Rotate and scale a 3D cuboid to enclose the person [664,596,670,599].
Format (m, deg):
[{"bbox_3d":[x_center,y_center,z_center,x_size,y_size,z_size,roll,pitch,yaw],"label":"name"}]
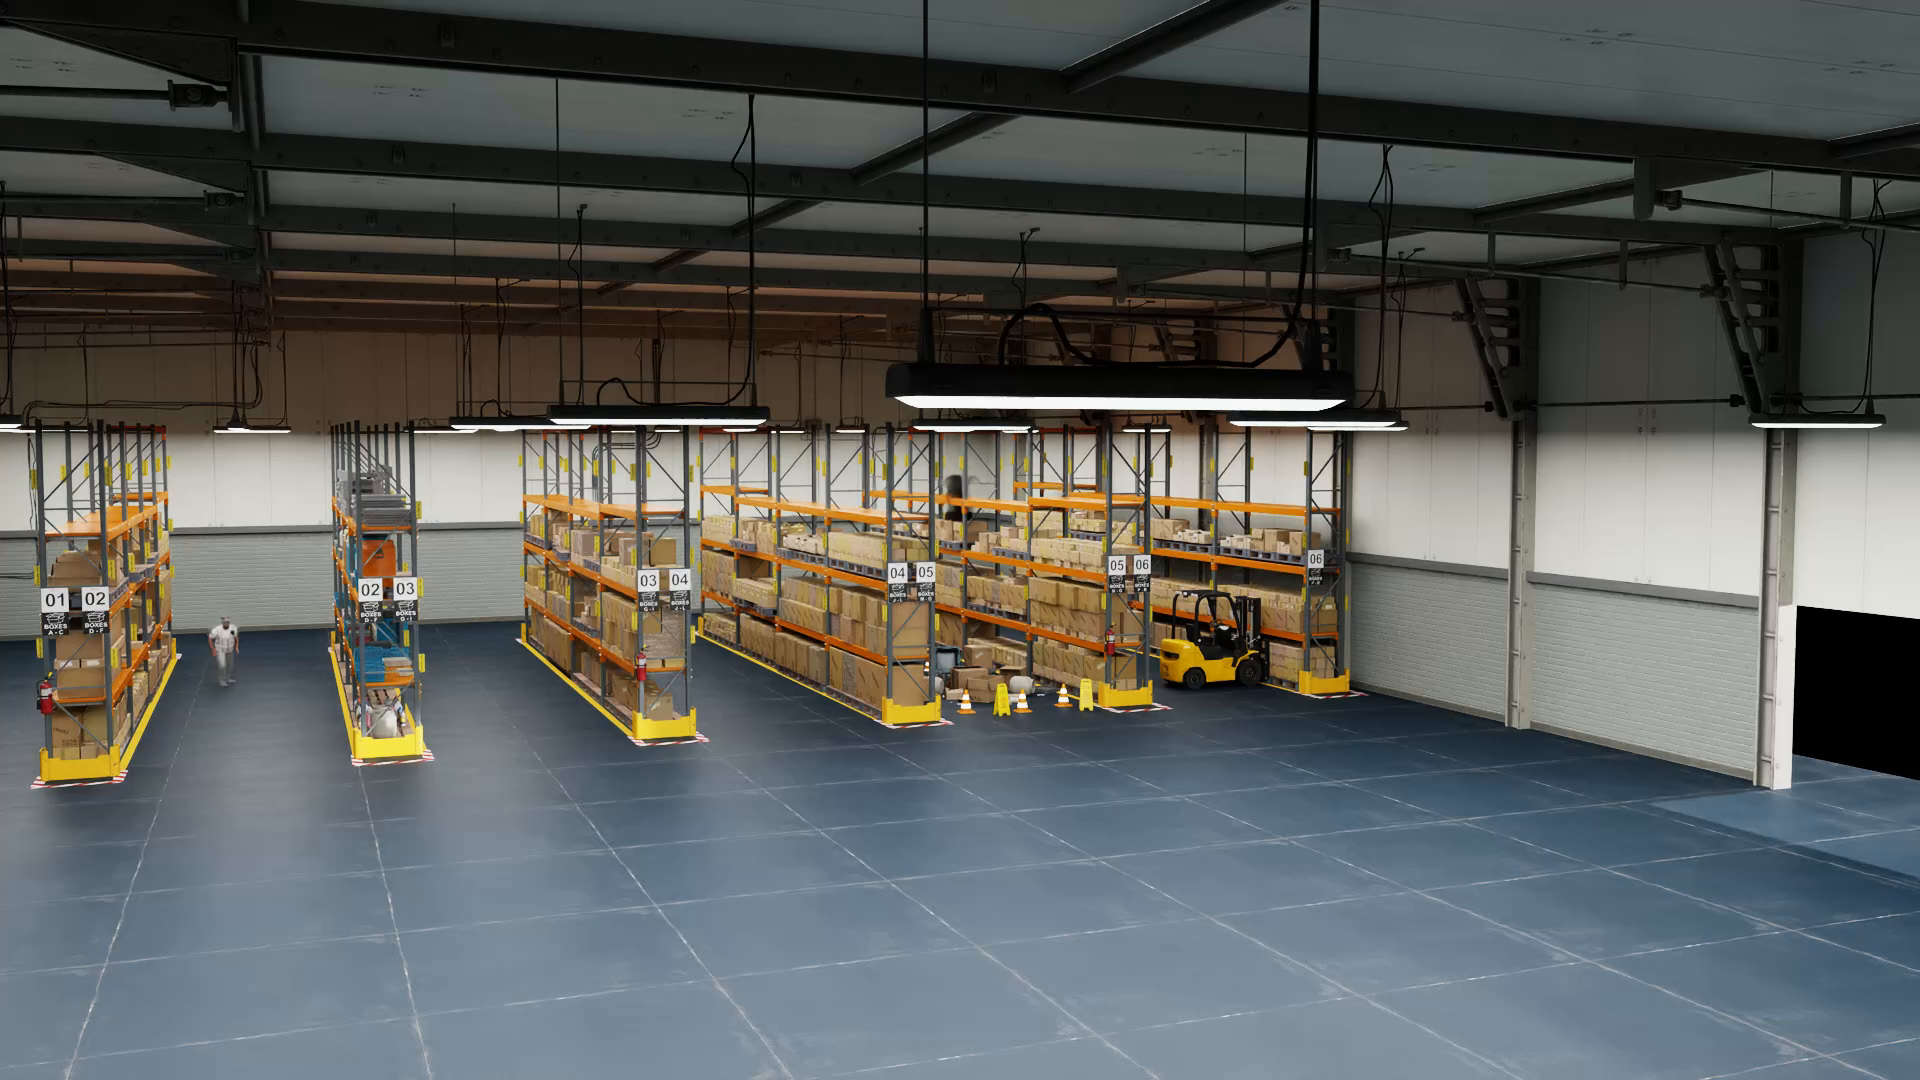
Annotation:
[{"bbox_3d":[-8.462,1.940,47.679,0.574,1.625,0.488,0,4,0],"label":"person"}]

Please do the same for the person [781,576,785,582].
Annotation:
[{"bbox_3d":[-5.101,1.874,49.195,0.543,1.577,0.603,0,4,2],"label":"person"}]

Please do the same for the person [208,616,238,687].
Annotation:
[{"bbox_3d":[-16.877,2.524,38.099,0.809,1.637,0.718,3,4,37],"label":"person"}]
